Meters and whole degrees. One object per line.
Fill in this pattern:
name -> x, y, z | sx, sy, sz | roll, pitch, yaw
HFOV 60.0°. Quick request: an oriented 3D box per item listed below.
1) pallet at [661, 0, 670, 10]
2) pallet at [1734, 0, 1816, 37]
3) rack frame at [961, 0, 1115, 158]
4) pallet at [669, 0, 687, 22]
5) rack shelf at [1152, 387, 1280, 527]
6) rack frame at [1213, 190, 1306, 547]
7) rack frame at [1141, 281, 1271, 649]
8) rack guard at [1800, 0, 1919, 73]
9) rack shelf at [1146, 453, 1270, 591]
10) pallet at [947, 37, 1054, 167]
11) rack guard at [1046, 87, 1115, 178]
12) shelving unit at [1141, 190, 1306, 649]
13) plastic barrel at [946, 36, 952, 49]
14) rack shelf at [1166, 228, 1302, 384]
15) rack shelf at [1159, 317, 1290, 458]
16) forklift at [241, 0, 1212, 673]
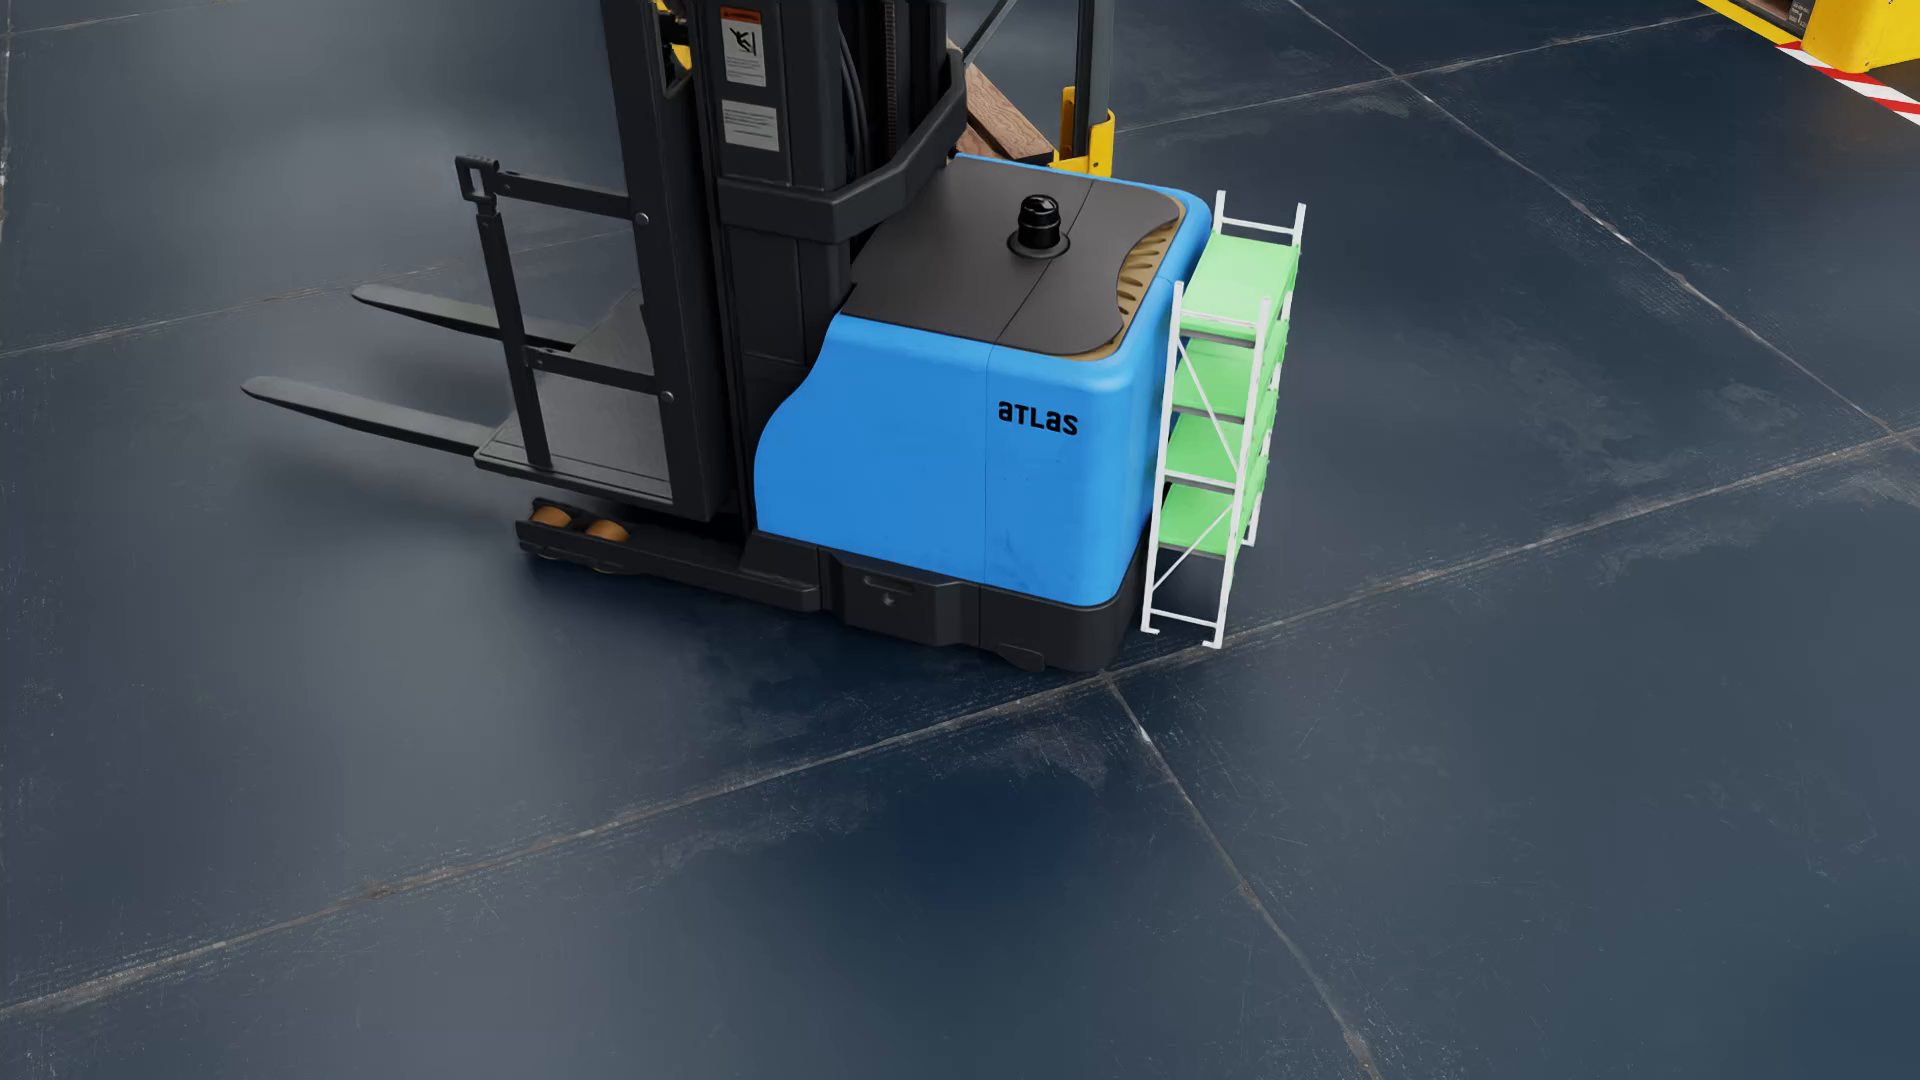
pallet -> -1.232, -3.216, 8.828 | 1.003, 0.211, 1.213 | -15, 43, -17
pallet -> 4.349, -3.001, 8.578 | 1.003, 0.211, 1.213 | -15, 43, -17
rack frame -> 0.080, -2.279, 5.599 | 1.000, 3.000, 0.127 | -15, 43, -17
pallet -> -0.762, -2.480, 7.972 | 1.003, 0.211, 1.213 | -15, 43, -17
rack shelf -> 0.732, -0.266, 4.737 | 0.258, 0.148, 0.480 | 13, 42, 14
rack frame -> 0.812, -0.465, 4.870 | 0.240, 1.200, 0.015 | 13, 42, 14
rack frame -> 0.652, -0.164, 4.521 | 0.240, 1.200, 0.015 | 13, 42, 14
rack guard -> 4.627, -2.612, 7.904 | 1.175, 0.500, 0.348 | -15, 43, -17
rack shelf -> 0.732, -0.084, 4.894 | 0.258, 0.148, 0.480 | 13, 42, 14
pallet -> -0.299, -1.746, 7.119 | 1.003, 0.211, 1.213 | -15, 43, -17
rack guard -> 0.007, -1.365, 6.454 | 1.175, 0.500, 0.348 | -15, 43, -17
shelving unit -> 0.732, -0.314, 4.695 | 0.258, 1.200, 0.503 | 13, 42, 14
plastic barrel -> -0.243, -1.872, 6.712 | 0.421, 0.512, 0.421 | 0, 41, 0
rack shelf -> 0.732, -0.630, 4.424 | 0.258, 0.148, 0.480 | 13, 42, 14
rack shelf -> 0.732, -0.448, 4.581 | 0.258, 0.148, 0.480 | 13, 42, 14
forklift -> -0.840, -1.317, 4.534 | 3.031, 2.935, 1.130 | 13, 42, 15
